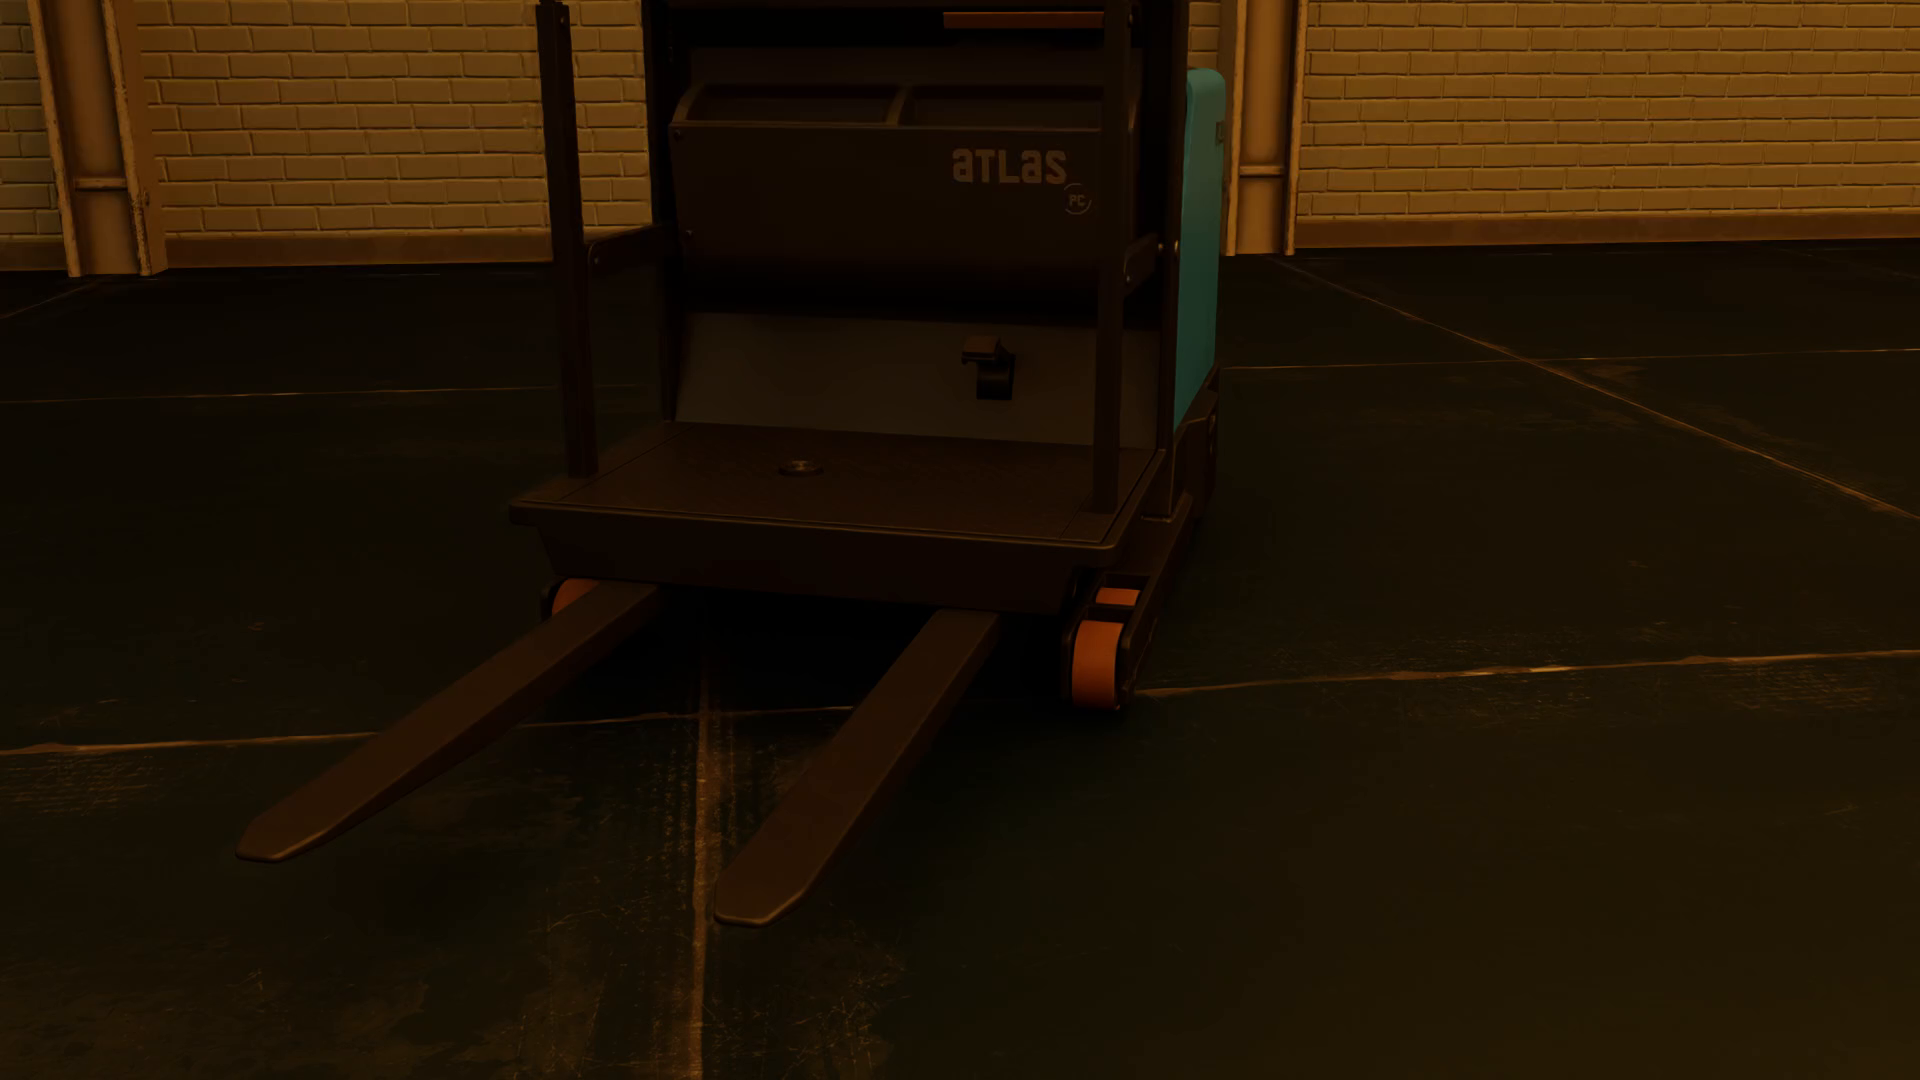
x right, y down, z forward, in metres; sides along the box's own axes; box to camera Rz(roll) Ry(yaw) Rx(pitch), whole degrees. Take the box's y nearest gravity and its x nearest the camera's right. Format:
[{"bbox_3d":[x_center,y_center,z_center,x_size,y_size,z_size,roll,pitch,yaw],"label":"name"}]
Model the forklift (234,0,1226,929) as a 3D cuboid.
[{"bbox_3d":[-0.163,-1.219,2.931,1.130,2.935,3.031,4,17,14],"label":"forklift"}]
